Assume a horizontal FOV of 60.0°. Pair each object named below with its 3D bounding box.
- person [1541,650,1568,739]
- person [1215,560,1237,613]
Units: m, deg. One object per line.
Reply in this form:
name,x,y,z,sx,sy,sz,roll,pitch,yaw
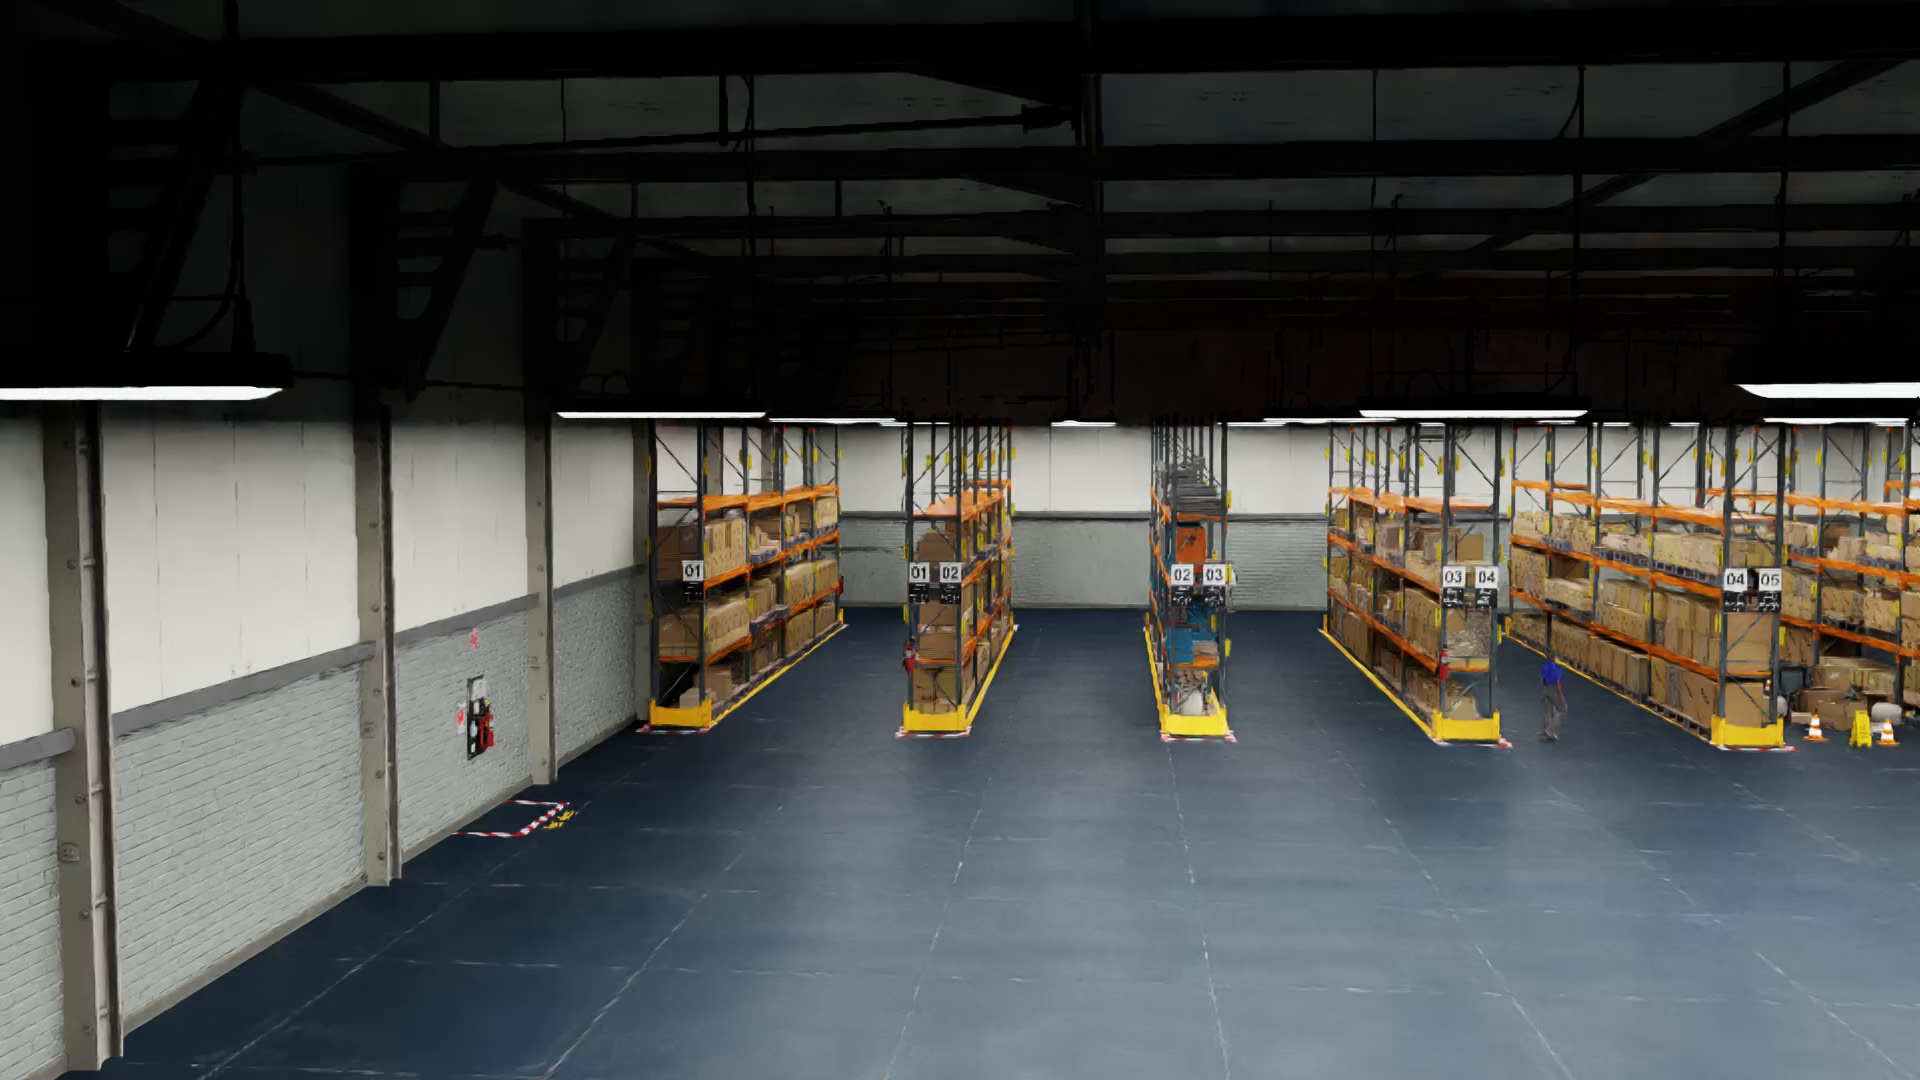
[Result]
person,10.856,2.843,30.512,0.422,1.656,0.501,-2,4,-22
person,8.220,1.436,51.474,0.665,1.669,0.469,-3,5,-41
